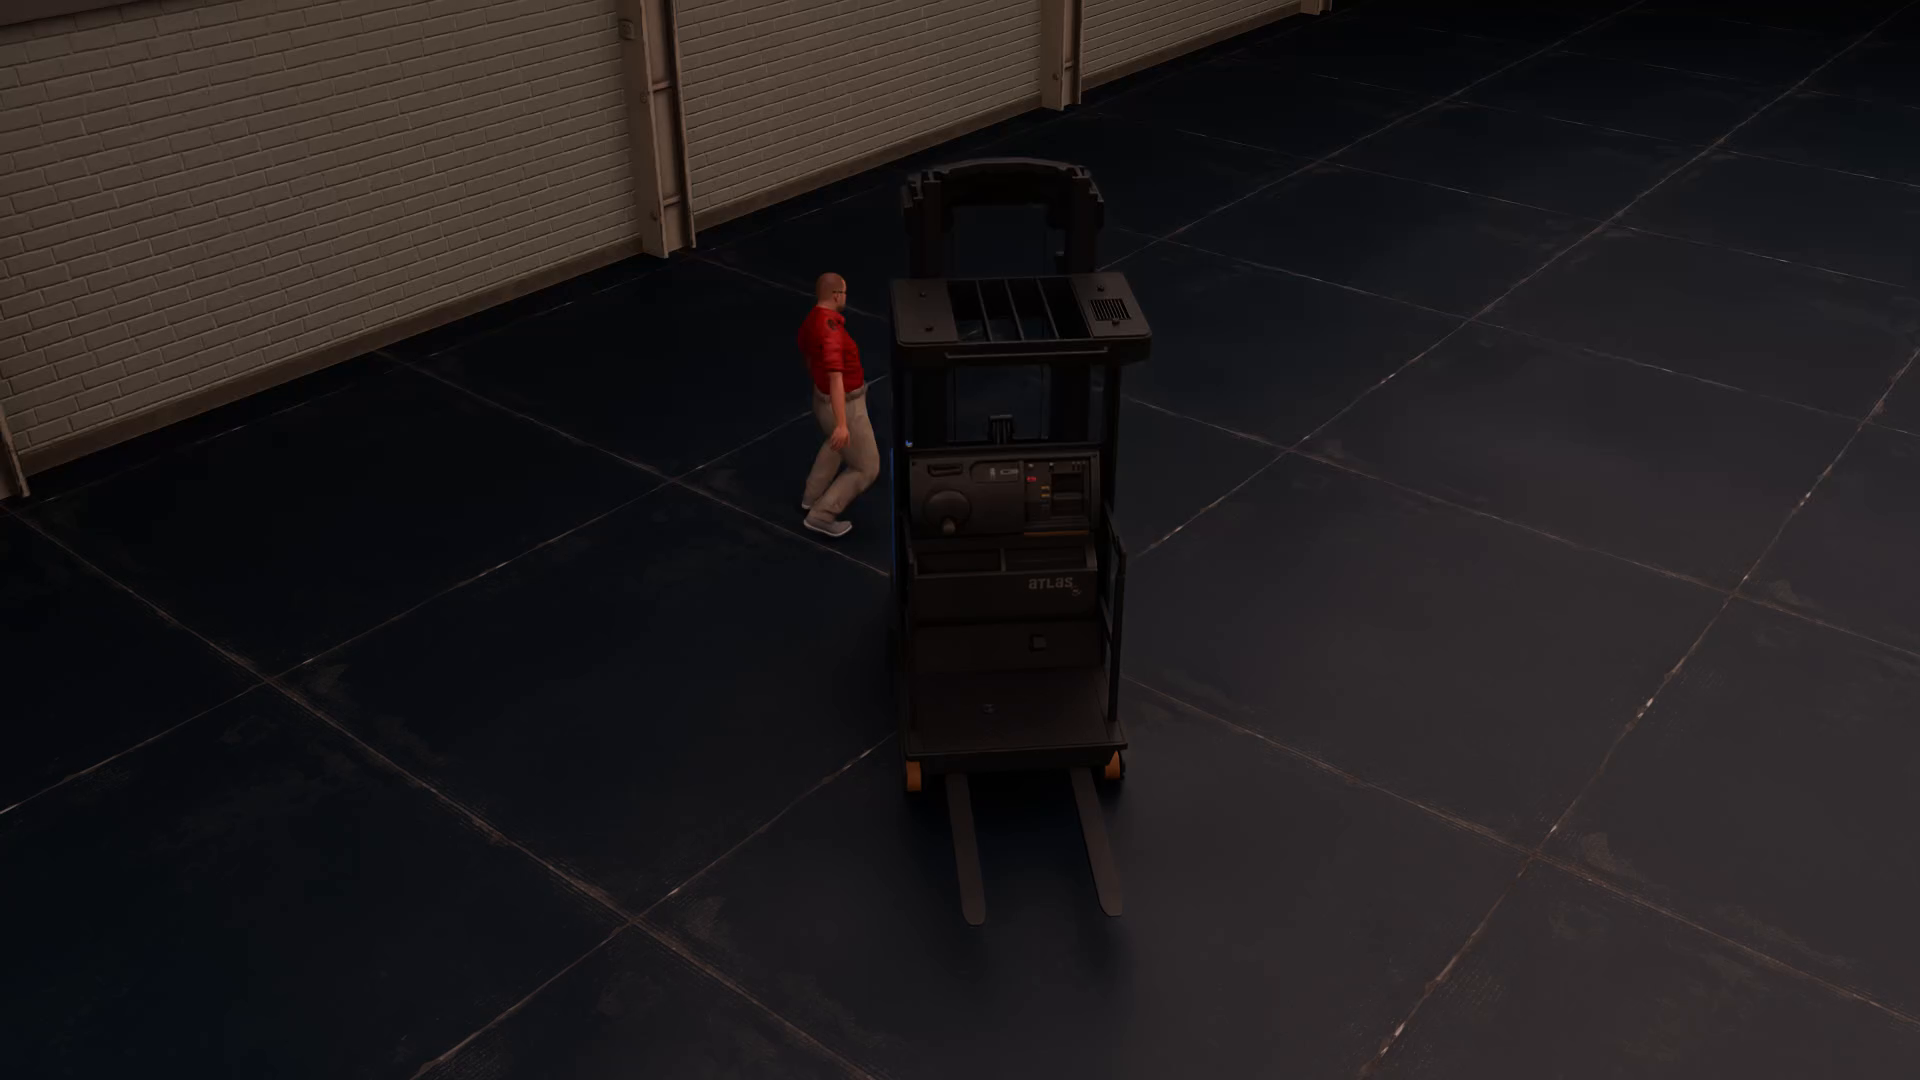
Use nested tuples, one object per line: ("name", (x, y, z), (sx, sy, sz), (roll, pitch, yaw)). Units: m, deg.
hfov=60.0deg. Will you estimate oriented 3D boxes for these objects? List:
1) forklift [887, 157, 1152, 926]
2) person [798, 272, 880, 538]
("forklift", (0.240, -0.180, 7.903), (1.130, 2.935, 3.031), (-3, 30, -4))
("person", (-0.796, -0.822, 10.288), (0.505, 1.651, 0.897), (-9, 32, -16))
